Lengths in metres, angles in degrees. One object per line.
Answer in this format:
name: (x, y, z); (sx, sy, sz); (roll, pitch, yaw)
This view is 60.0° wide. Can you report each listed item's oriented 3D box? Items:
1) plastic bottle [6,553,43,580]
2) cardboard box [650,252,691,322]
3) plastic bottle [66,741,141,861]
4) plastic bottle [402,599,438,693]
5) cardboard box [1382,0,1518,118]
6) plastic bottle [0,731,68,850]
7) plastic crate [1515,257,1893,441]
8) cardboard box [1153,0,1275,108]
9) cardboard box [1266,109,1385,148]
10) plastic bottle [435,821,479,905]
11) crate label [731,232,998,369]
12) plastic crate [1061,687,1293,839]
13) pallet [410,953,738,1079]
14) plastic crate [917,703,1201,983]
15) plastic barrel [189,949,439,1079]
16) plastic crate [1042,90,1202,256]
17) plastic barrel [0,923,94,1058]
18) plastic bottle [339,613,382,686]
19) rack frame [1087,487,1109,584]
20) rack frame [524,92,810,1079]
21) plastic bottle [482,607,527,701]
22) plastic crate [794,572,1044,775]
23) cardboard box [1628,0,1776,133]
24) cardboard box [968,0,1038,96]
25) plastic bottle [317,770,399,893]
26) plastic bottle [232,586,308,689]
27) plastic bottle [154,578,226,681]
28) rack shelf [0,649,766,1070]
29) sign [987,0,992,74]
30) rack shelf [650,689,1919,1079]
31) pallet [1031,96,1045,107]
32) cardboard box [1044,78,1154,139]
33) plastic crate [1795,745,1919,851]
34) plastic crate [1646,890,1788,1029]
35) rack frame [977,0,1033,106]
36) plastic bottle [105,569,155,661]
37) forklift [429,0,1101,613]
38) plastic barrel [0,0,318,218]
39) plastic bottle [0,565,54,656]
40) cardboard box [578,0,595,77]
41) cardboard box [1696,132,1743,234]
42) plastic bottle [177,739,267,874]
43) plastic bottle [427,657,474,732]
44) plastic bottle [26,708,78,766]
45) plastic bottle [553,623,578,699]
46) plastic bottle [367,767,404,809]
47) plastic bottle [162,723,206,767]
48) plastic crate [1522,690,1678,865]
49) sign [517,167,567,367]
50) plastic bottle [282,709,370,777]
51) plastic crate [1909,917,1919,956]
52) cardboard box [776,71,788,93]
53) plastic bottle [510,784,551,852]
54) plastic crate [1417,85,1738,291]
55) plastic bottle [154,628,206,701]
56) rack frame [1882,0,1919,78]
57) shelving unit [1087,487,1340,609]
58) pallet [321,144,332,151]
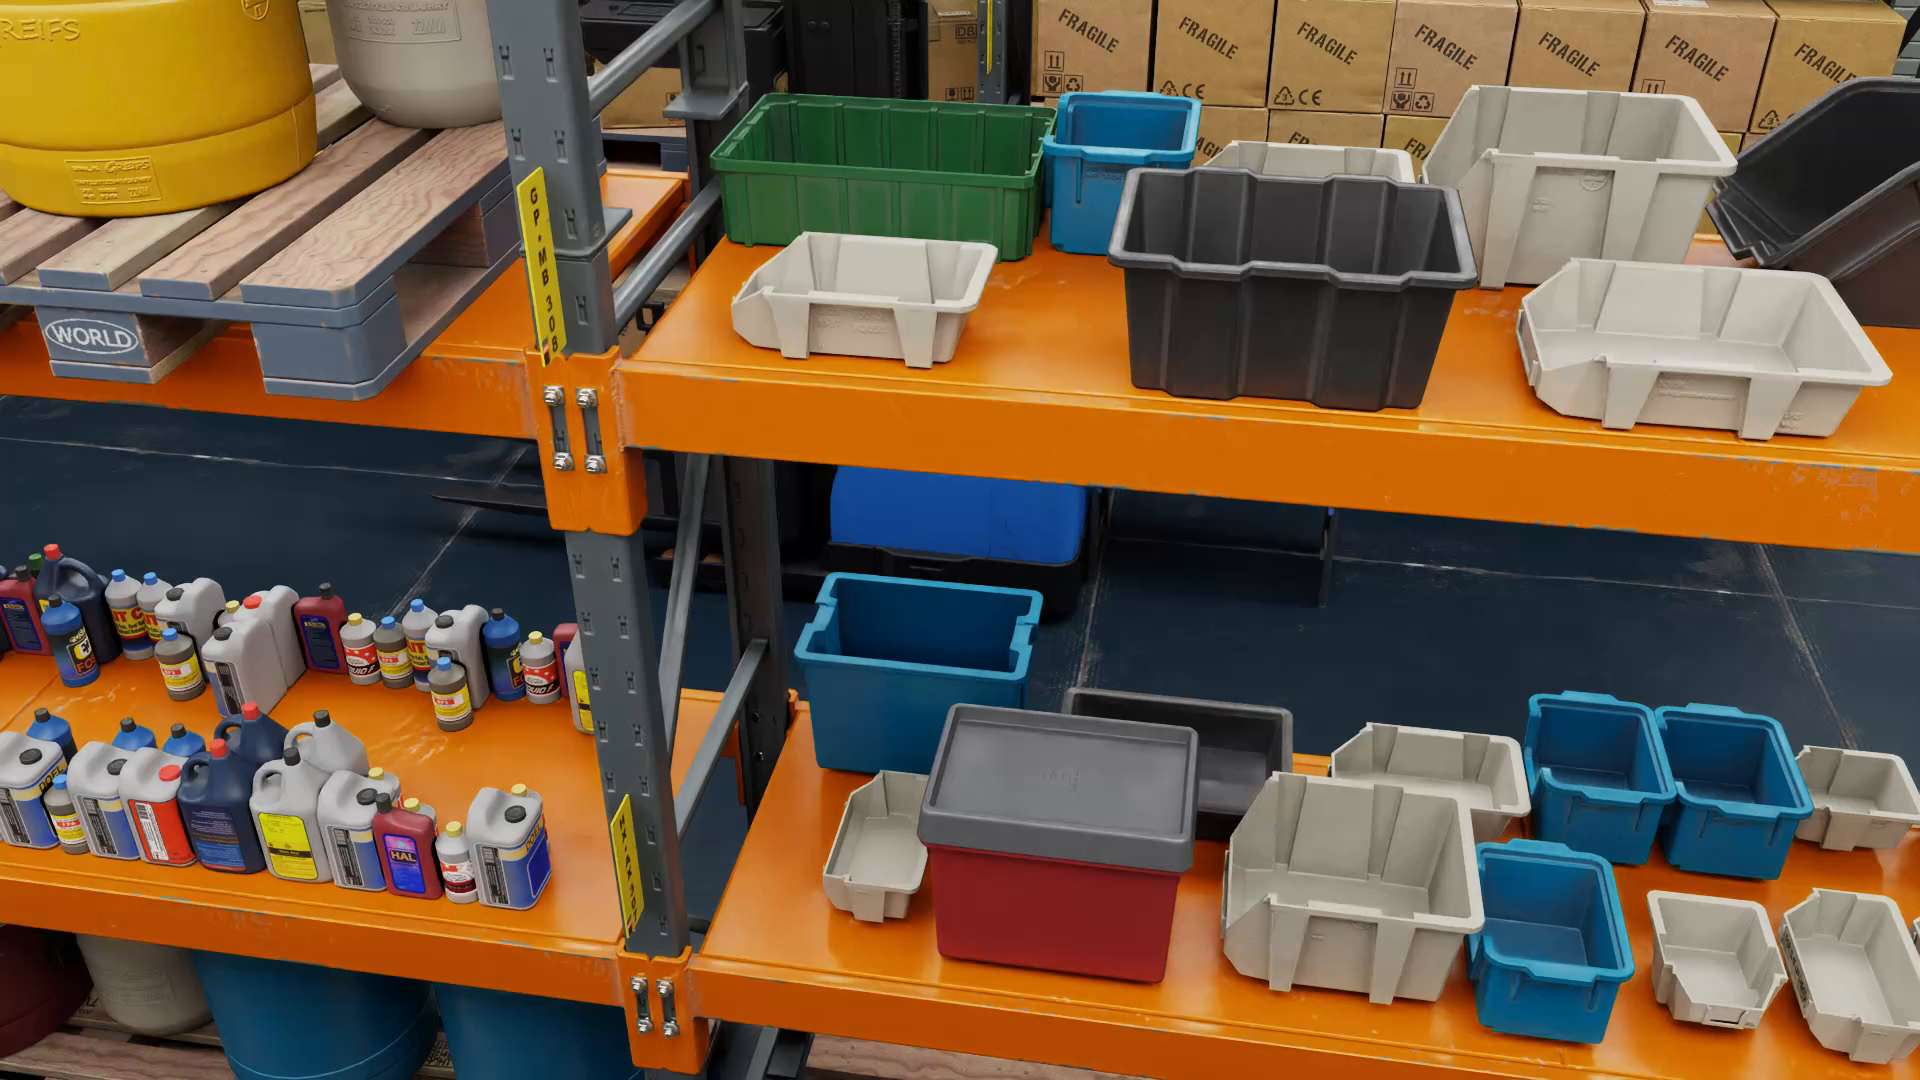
plastic bottle: (-2.646, 0.163, 4.772); (0.133, 0.283, 0.061); (5, 32, 8)
cardboard box: (-1.292, -1.177, 8.745); (0.500, 0.500, 0.500); (6, 32, 9)
plastic bottle: (-2.047, 0.624, 4.042); (0.135, 0.276, 0.152); (5, 32, 8)
plastic bottle: (-1.476, 0.284, 4.590); (0.097, 0.271, 0.097); (0, 32, 0)
cardboard box: (2.165, -2.202, 7.404); (0.500, 0.500, 0.500); (6, 33, 10)
plastic bottle: (-2.275, 0.604, 4.075); (0.135, 0.276, 0.152); (5, 32, 8)
plastic crate: (1.250, -0.330, 2.871); (0.530, 0.136, 0.437); (5, 32, 8)
cardboard box: (1.149, -2.294, 7.551); (0.500, 0.500, 0.500); (4, 32, 7)
cardboard box: (1.678, -1.827, 7.748); (0.500, 0.500, 0.500); (5, 32, 8)
plastic bottle: (-1.176, 0.750, 3.912); (0.097, 0.201, 0.097); (0, 32, 0)
crate label: (-0.180, -0.437, 3.043); (0.466, 0.136, 0.293); (5, 32, 8)
plastic crate: (0.535, 0.578, 4.202); (0.590, 0.125, 0.437); (5, 32, 8)
pallet: (-1.367, 1.619, 4.965); (1.213, 0.211, 1.003); (5, 32, 8)
plastic crate: (0.224, 0.686, 3.710); (0.583, 0.464, 0.402); (5, 32, 8)
plastic barrel: (-1.845, 1.118, 4.718); (0.708, 0.901, 0.600); (5, 32, 8)
plastic crate: (0.337, -0.759, 3.465); (0.300, 0.233, 0.416); (5, 32, 8)
plastic barrel: (-2.959, 1.150, 4.962); (0.708, 0.588, 0.600); (5, 32, 8)
plastic bottle: (-1.668, 0.297, 4.636); (0.097, 0.201, 0.097); (0, 32, 0)
rack frame: (0.633, -0.568, 7.245); (0.032, 1.500, 0.500); (6, 33, 9)
rack frame: (-0.614, 0.528, 4.080); (0.127, 3.000, 1.000); (5, 32, 8)
plastic bottle: (-1.248, 0.305, 4.557); (0.097, 0.271, 0.097); (0, 32, 0)
plastic crate: (-0.096, 0.372, 4.287); (0.575, 0.384, 0.392); (5, 32, 8)
cardboard box: (3.183, -2.112, 7.261); (0.500, 0.500, 0.500); (6, 33, 10)
cardboard box: (0.390, -3.911, 12.801); (0.750, 0.750, 0.750); (6, 32, 9)
plastic bottle: (-1.417, 0.681, 3.951); (0.135, 0.276, 0.152); (5, 32, 8)
plastic bottle: (-1.919, 0.257, 4.629); (0.135, 0.276, 0.152); (5, 32, 8)
plastic bottle: (-2.147, 0.236, 4.662); (0.135, 0.276, 0.152); (5, 32, 8)
rack shelf: (-2.585, 0.654, 4.556); (4.000, 0.370, 1.077); (5, 32, 8)
sign: (0.133, -2.263, 7.447); (0.005, 0.325, 0.100); (5, 32, 8)
rack shelf: (1.358, 1.011, 3.986); (4.000, 0.370, 1.077); (5, 32, 8)
pallet: (0.280, -3.501, 13.145); (1.213, 0.211, 1.003); (5, 32, 8)
cardboard box: (0.680, -1.917, 7.891); (0.500, 0.500, 0.500); (6, 33, 9)
plastic crate: (2.170, 0.644, 4.085); (0.298, 0.136, 0.250); (5, 32, 8)
plastic crate: (1.638, 0.931, 3.628); (0.250, 0.136, 0.298); (5, 32, 8)
rack frame: (0.223, -2.063, 8.218); (0.127, 3.000, 1.000); (5, 32, 8)
plastic bottle: (-2.353, 0.205, 4.717); (0.097, 0.271, 0.097); (0, 32, 0)
forklift: (-0.902, -1.284, 7.038); (3.031, 2.935, 1.130); (6, 33, 9)
plastic barrel: (-1.548, -0.977, 3.083); (0.600, 0.588, 0.600); (0, 32, 0)
plastic bottle: (-2.656, 0.195, 4.721); (0.133, 0.283, 0.061); (5, 32, 8)
cardboard box: (-2.211, -2.461, 8.365); (0.500, 0.500, 0.700); (11, 34, 17)
cardboard box: (3.167, -1.690, 7.529); (0.500, 0.500, 0.500); (5, 32, 9)
plastic bottle: (-1.757, 0.621, 3.977); (0.185, 0.351, 0.144); (5, 32, 8)
plastic bottle: (-1.369, 0.405, 4.462); (0.097, 0.201, 0.097); (0, 32, 0)
plastic bottle: (-2.273, 0.539, 4.183); (0.097, 0.271, 0.097); (0, 32, 0)
plastic bottle: (-1.035, 0.309, 4.539); (0.133, 0.283, 0.061); (5, 32, 8)
plastic bottle: (-1.414, 0.646, 4.078); (0.097, 0.201, 0.097); (0, 32, 0)
plastic bottle: (-1.911, 0.572, 4.131); (0.097, 0.271, 0.097); (0, 32, 0)
plastic crate: (1.547, 0.592, 4.079); (0.300, 0.233, 0.416); (5, 32, 8)
sign: (-0.708, -0.460, 2.822); (0.005, 0.325, 0.100); (5, 32, 8)
plastic bottle: (-1.551, 0.562, 4.071); (0.185, 0.351, 0.144); (5, 32, 8)
plastic crate: (2.212, 0.959, 3.582); (0.243, 0.136, 0.396); (5, 32, 8)
cardboard box: (-0.895, -2.471, 8.380); (0.500, 0.500, 0.700); (10, 33, 16)
plastic bottle: (-1.054, 0.679, 4.026); (0.097, 0.201, 0.097); (0, 32, 0)
plastic crate: (1.196, -0.696, 3.319); (0.530, 0.282, 0.437); (5, 32, 8)
plastic bottle: (-2.150, 0.335, 4.575); (0.097, 0.201, 0.097); (0, 32, 0)
rack frame: (4.166, -1.706, 7.648); (0.127, 3.000, 1.000); (5, 32, 8)
shelving unit: (1.132, -0.517, 7.163); (1.048, 1.500, 0.538); (6, 33, 9)
pallet: (-3.040, -2.315, 8.802); (1.003, 0.211, 1.213); (5, 32, 8)
